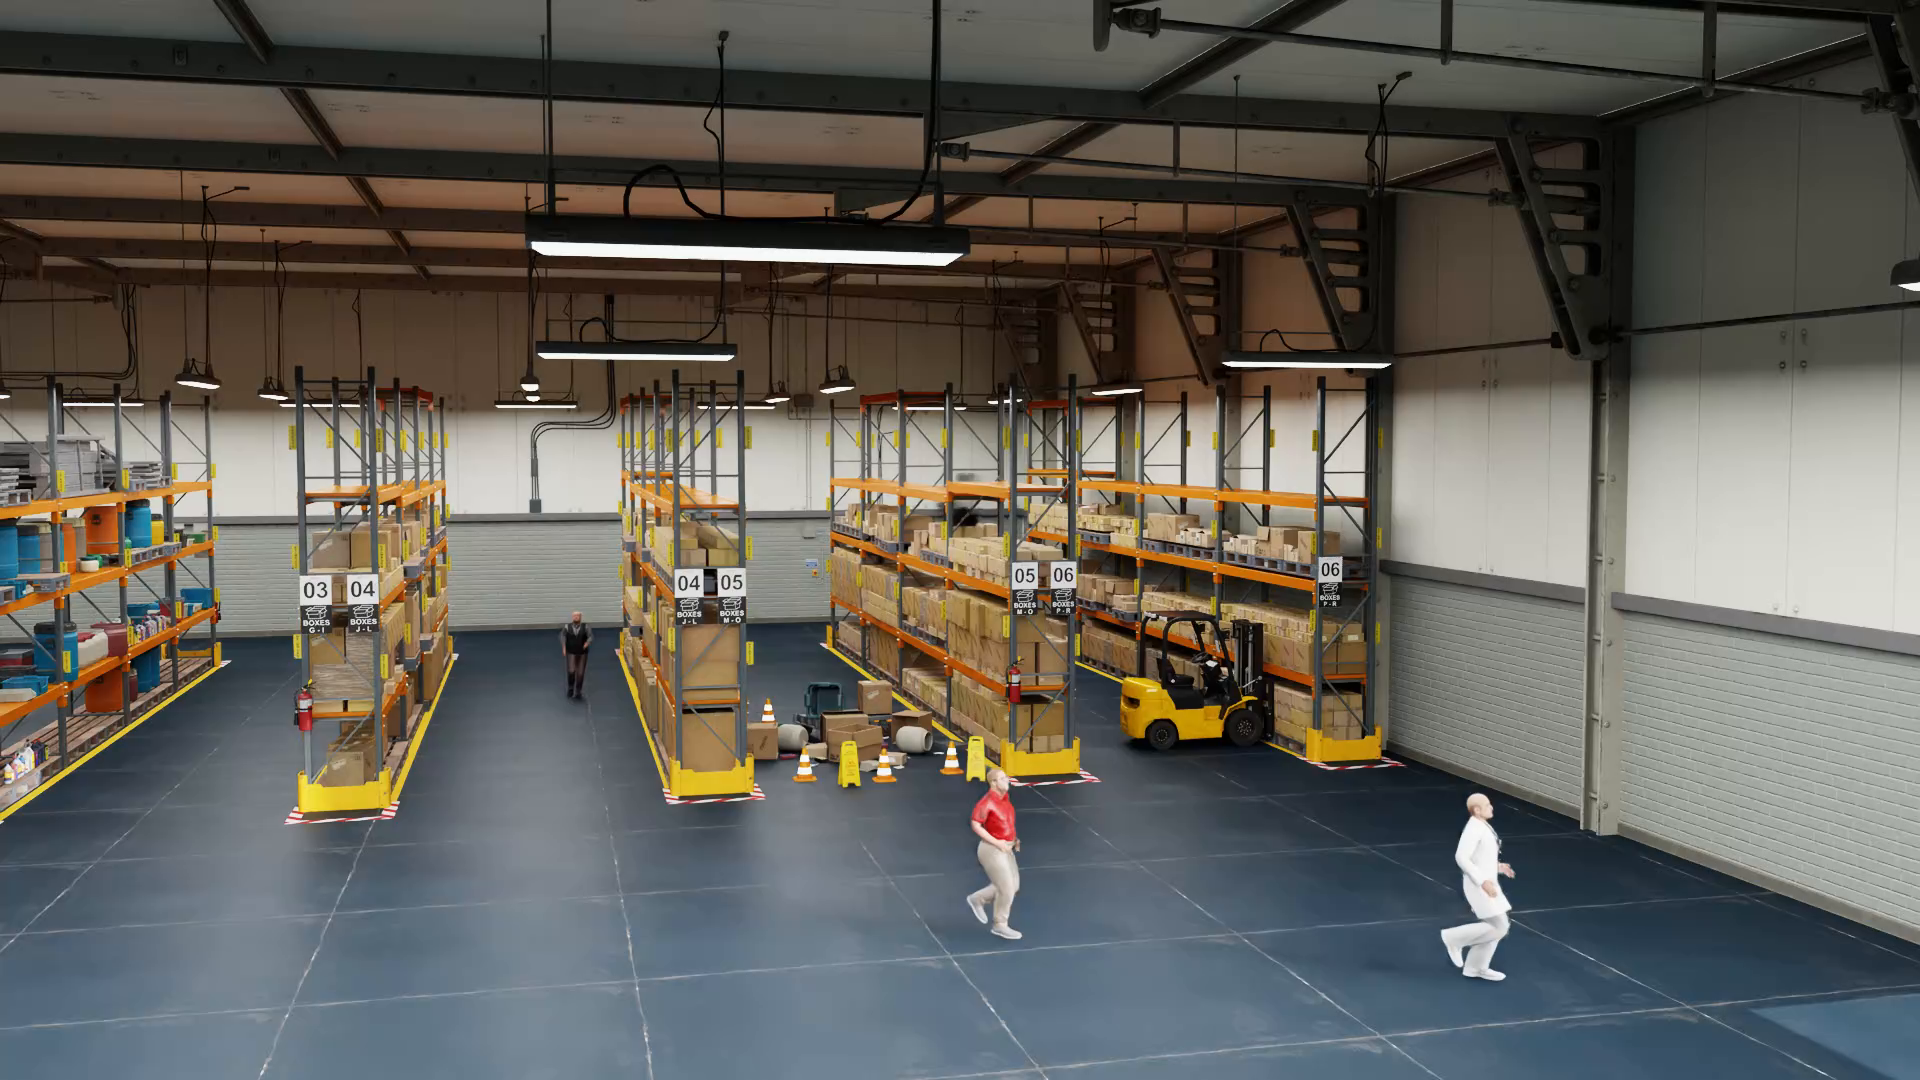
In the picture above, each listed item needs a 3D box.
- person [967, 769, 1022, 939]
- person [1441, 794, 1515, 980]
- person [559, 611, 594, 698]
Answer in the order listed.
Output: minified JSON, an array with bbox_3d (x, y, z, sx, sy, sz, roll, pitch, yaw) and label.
[{"bbox_3d":[0.322,3.157,16.825,0.650,1.702,0.676,2,4,24],"label":"person"},{"bbox_3d":[4.819,3.218,15.460,0.638,1.733,0.710,1,4,21],"label":"person"},{"bbox_3d":[-7.429,2.226,32.284,0.661,1.701,0.656,-1,4,-16],"label":"person"}]
